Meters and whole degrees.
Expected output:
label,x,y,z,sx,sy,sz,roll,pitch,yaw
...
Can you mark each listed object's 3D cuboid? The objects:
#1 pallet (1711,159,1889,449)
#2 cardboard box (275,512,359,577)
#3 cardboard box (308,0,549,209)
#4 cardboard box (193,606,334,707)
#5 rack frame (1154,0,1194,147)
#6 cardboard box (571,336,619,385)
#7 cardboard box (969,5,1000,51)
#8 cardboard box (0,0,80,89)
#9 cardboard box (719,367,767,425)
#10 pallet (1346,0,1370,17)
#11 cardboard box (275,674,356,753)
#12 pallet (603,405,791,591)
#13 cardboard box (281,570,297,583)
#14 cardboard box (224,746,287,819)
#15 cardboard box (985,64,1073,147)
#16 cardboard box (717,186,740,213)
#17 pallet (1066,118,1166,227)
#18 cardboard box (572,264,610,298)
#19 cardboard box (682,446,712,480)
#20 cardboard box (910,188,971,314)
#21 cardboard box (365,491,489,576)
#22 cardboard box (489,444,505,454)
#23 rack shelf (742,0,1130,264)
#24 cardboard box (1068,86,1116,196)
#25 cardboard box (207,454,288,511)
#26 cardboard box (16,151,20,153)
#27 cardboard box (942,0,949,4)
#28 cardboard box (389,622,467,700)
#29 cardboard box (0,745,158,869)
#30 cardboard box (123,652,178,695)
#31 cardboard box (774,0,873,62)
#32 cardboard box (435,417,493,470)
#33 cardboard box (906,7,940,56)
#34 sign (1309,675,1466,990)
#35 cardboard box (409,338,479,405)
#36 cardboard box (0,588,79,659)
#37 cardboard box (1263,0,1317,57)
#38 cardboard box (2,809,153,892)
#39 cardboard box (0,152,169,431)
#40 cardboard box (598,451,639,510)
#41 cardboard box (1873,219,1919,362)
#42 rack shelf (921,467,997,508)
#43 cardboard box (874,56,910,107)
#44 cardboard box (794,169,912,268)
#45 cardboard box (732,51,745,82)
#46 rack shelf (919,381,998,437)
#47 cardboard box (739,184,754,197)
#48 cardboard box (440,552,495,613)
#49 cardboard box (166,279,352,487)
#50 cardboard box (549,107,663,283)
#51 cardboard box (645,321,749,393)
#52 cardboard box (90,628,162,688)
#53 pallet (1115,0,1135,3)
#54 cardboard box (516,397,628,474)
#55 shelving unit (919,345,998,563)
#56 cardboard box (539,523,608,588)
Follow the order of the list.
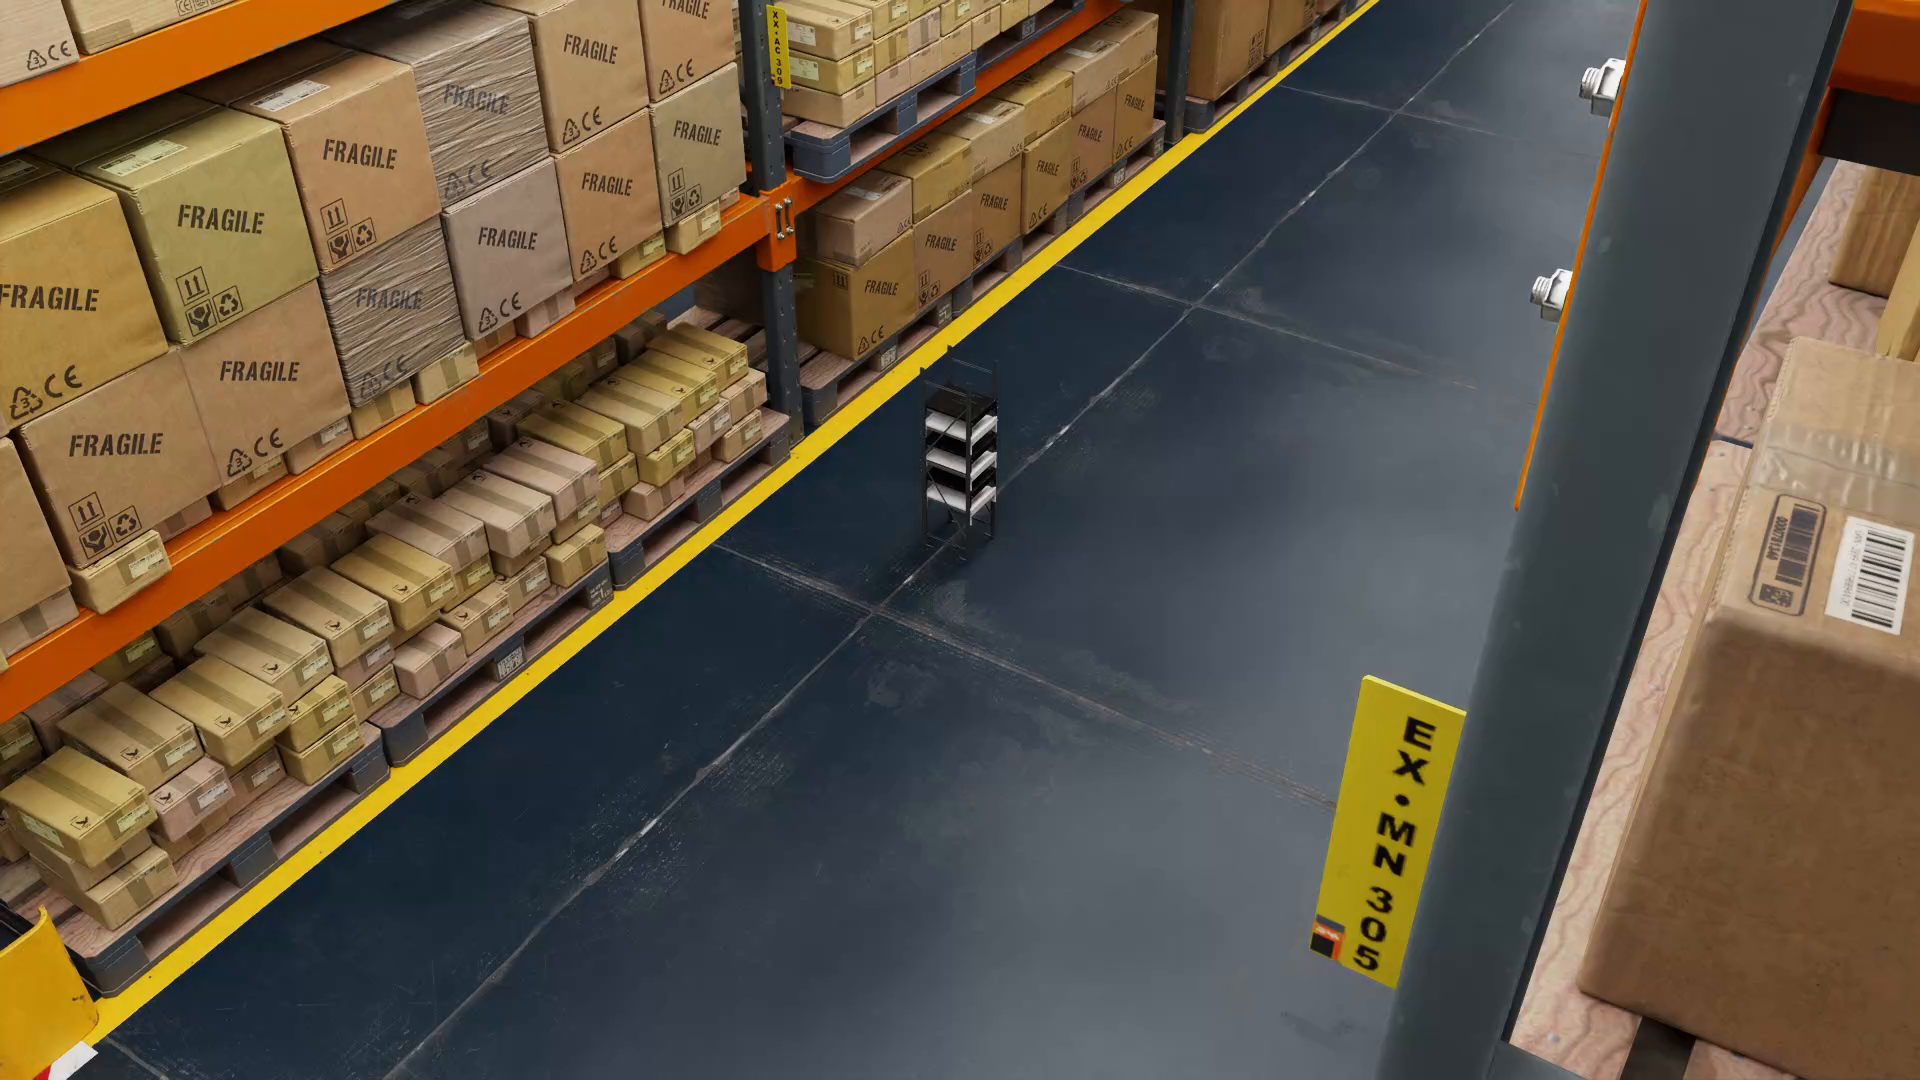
label,x,y,z,sx,sy,sz,roll,pitch,yaw
pallet,1.844,-0.229,2.707,1.003,0.211,1.213,21,42,25
cardboard box,-2.523,-0.017,6.319,0.380,0.149,0.250,20,42,24
cardboard box,-1.770,-1.491,5.583,0.500,0.500,0.500,22,43,26
cardboard box,-2.411,0.410,5.765,0.380,0.149,0.250,19,42,23
rack frame,0.955,-3.858,9.798,1.000,3.000,0.127,21,42,25
cardboard box,-1.745,-0.836,7.382,0.380,0.149,0.250,23,43,27
cardboard box,-0.037,-2.448,7.831,0.380,0.149,0.250,19,42,23
cardboard box,-2.589,-1.280,4.120,0.500,0.250,0.500,23,43,26
cardboard box,-1.089,-0.685,7.429,0.380,0.149,0.250,22,43,26
pallet,2.748,-4.393,12.776,1.003,0.211,1.213,21,42,25
cardboard box,-2.354,0.550,5.827,0.380,0.149,0.250,23,43,26
pallet,-1.518,-0.334,7.510,1.003,0.211,1.213,21,42,25
cardboard box,-2.593,0.080,6.437,0.380,0.149,0.250,23,43,27
cardboard box,-2.582,0.772,5.783,0.380,0.149,0.250,22,43,26
cardboard box,0.263,-2.372,8.960,0.500,0.250,0.500,22,43,26
cardboard box,-1.144,-1.473,6.909,0.380,0.149,0.250,21,42,25
pallet,0.535,-2.351,10.127,1.003,0.211,1.213,21,42,25
cardboard box,-1.579,-1.075,6.394,0.380,0.149,0.250,20,42,24
cardboard box,-1.321,-0.413,7.320,0.380,0.149,0.250,22,43,26
cardboard box,-0.286,-1.540,8.494,0.500,0.500,0.500,23,43,27
cardboard box,-2.022,-0.011,6.312,0.380,0.149,0.250,21,42,25
cardboard box,-1.960,-0.433,7.103,0.380,0.149,0.250,19,42,23
rack shelf,-0.117,-2.542,8.680,1.077,0.370,4.000,21,42,25
cardboard box,0.542,-2.343,9.536,0.500,0.500,0.500,23,43,27
cardboard box,-2.401,-0.270,5.349,0.380,0.149,0.250,21,42,25
cardboard box,-2.754,-1.137,5.123,0.500,0.500,0.500,23,43,27
cardboard box,-0.169,-2.556,7.483,0.380,0.149,0.250,21,42,25
cardboard box,-2.089,0.413,6.248,0.380,0.149,0.250,19,42,23
cardboard box,-2.764,0.834,5.215,0.380,0.149,0.250,19,42,23
cardboard box,-3.013,0.477,5.921,0.380,0.149,0.250,19,42,23
cardboard box,-0.589,-2.151,6.958,0.380,0.149,0.250,23,43,27
cardboard box,-2.165,-0.443,6.872,0.380,0.149,0.250,22,43,26
cardboard box,-0.314,-2.301,7.396,0.380,0.149,0.250,22,43,26
sign,0.352,0.249,1.353,0.100,0.325,0.005,21,42,25
cardboard box,-1.921,-0.643,5.833,0.380,0.149,0.250,22,43,26
cardboard box,-2.780,0.161,4.790,0.380,0.149,0.250,23,43,27
cardboard box,1.822,-3.870,11.311,1.050,0.750,0.750,22,43,26
cardboard box,-2.834,0.925,5.341,0.380,0.149,0.250,23,43,27
cardboard box,-2.602,-0.694,4.549,0.500,0.500,0.500,22,43,26
cardboard box,-1.569,-0.300,6.930,0.380,0.149,0.250,22,43,26
cardboard box,1.675,-0.311,2.233,0.700,0.500,0.500,18,41,22
rack shelf,-0.004,-0.255,7.045,0.258,0.077,0.200,21,42,25
cardboard box,-0.445,-2.060,7.327,0.380,0.149,0.250,22,43,26
cardboard box,-0.569,-1.564,7.911,0.500,0.250,0.500,19,42,23
cardboard box,-1.143,-2.132,7.421,0.380,0.149,0.250,20,42,24
rack shelf,-0.004,-0.540,6.825,0.258,0.077,0.200,21,42,25
cardboard box,-1.003,-1.736,8.134,0.500,0.250,0.500,20,42,24
cardboard box,-2.029,0.093,6.420,0.380,0.149,0.250,23,43,27
cardboard box,-2.319,-0.565,5.200,0.500,0.500,0.500,22,43,26
cardboard box,-1.488,-1.344,6.211,0.500,0.500,0.500,20,42,24
cardboard box,-1.159,-0.800,7.335,0.380,0.149,0.250,22,43,26
cardboard box,-3.047,0.352,5.841,0.380,0.149,0.250,20,42,24
pallet,0.663,-3.380,9.334,1.213,0.211,1.003,21,42,25
cardboard box,-1.595,-0.417,6.837,0.380,0.149,0.250,23,43,27
shelving unit,-0.004,-0.352,6.970,0.258,0.900,0.210,21,42,25
cardboard box,-1.665,0.014,6.766,0.380,0.149,0.250,21,42,25
